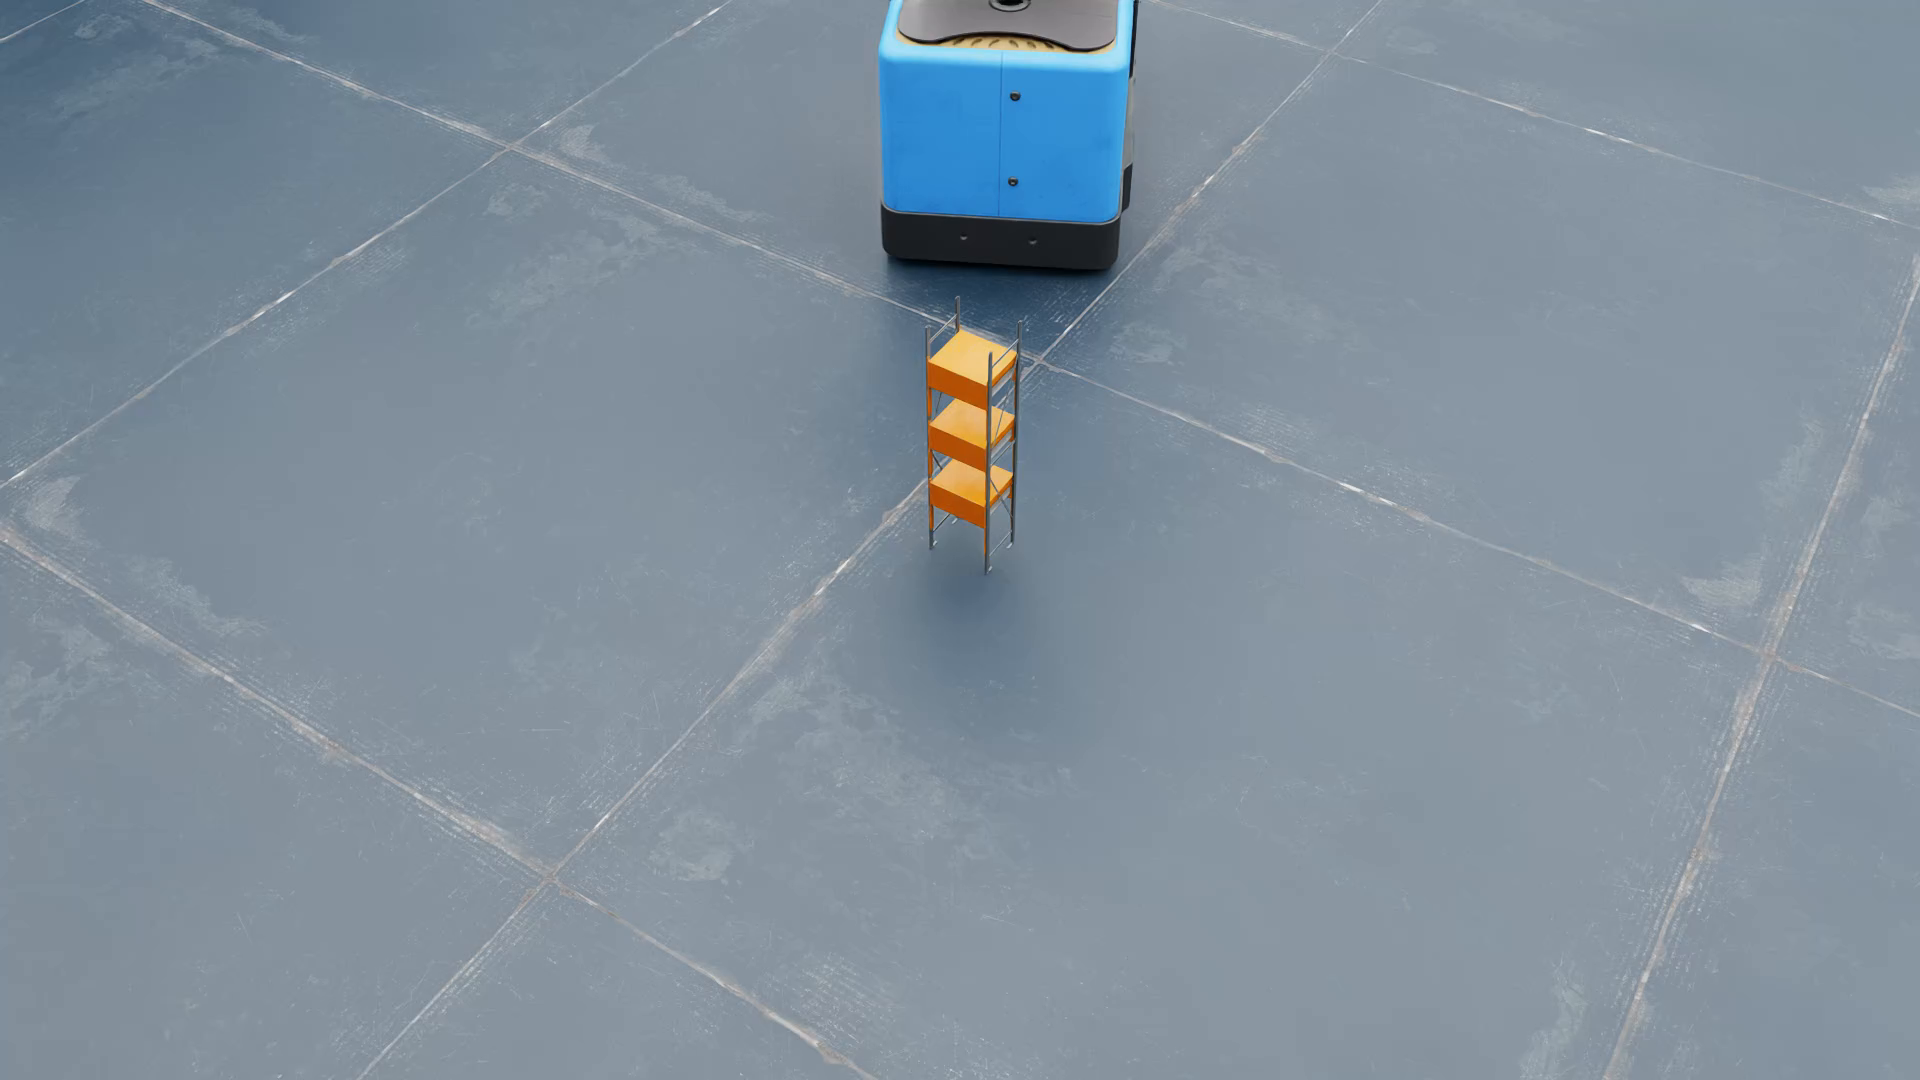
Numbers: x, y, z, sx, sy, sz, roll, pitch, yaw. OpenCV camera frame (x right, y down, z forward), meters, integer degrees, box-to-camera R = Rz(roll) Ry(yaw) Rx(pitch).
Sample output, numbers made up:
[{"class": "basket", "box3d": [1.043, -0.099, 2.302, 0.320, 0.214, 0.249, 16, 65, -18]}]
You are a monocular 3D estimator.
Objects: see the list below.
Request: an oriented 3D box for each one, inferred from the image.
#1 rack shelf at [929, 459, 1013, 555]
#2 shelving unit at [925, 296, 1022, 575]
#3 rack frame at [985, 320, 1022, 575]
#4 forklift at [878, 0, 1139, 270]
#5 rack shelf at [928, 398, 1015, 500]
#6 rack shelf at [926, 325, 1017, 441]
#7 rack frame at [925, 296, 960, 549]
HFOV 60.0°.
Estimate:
[{"class": "rack shelf", "box3d": [0.045, -0.144, 6.060, 0.240, 0.259, 0.215, 25, 51, 22]}, {"class": "shelving unit", "box3d": [0.045, -0.345, 5.853, 0.252, 1.050, 0.215, 25, 51, 22]}, {"class": "rack frame", "box3d": [0.148, -0.298, 5.807, 0.008, 1.050, 0.200, 25, 51, 22]}, {"class": "forklift", "box3d": [0.317, -3.267, 7.381, 1.130, 2.935, 3.031, 4, 46, 4]}, {"class": "rack shelf", "box3d": [0.045, -0.338, 5.861, 0.240, 0.259, 0.215, 25, 51, 22]}, {"class": "rack shelf", "box3d": [0.045, -0.536, 5.657, 0.240, 0.259, 0.215, 25, 51, 22]}, {"class": "rack frame", "box3d": [-0.058, -0.392, 5.899, 0.008, 1.050, 0.200, 25, 51, 22]}]
